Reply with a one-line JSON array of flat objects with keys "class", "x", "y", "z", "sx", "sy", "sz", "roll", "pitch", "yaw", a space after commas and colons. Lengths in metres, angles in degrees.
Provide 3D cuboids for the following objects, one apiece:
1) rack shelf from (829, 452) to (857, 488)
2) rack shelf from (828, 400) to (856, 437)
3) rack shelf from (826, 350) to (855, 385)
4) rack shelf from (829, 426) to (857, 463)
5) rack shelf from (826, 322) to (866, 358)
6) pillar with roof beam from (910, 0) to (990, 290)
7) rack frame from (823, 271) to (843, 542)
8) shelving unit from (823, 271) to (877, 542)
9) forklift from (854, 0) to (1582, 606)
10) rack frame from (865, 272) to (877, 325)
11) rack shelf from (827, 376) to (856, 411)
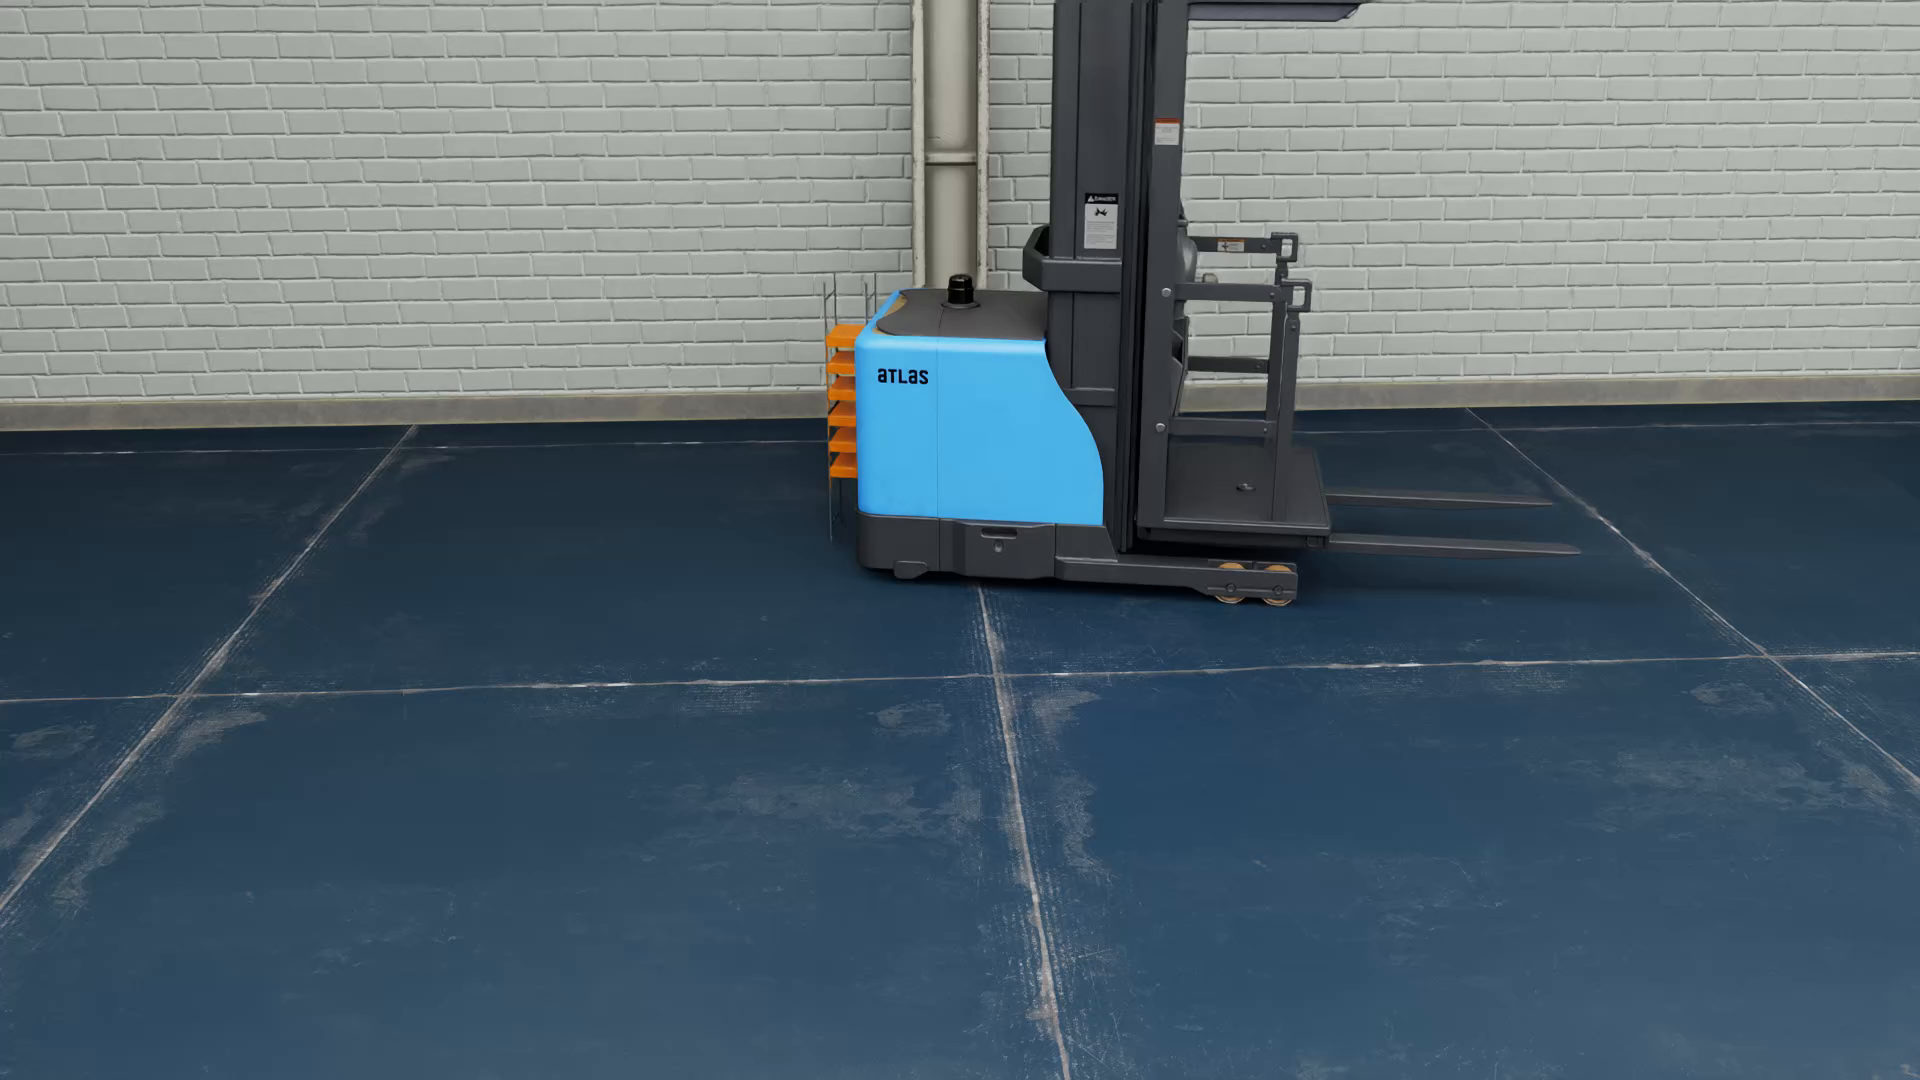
[{"class": "rack shelf", "x": -0.480, "y": -0.322, "z": 7.579, "sx": 0.180, "sy": 0.103, "sz": 0.258, "roll": 3, "pitch": 21, "yaw": 7}, {"class": "rack shelf", "x": -0.480, "y": -0.546, "z": 7.494, "sx": 0.180, "sy": 0.103, "sz": 0.258, "roll": 3, "pitch": 21, "yaw": 7}, {"class": "rack shelf", "x": -0.480, "y": -0.770, "z": 7.408, "sx": 0.180, "sy": 0.103, "sz": 0.258, "roll": 3, "pitch": 21, "yaw": 7}, {"class": "rack shelf", "x": -0.480, "y": -0.434, "z": 7.536, "sx": 0.180, "sy": 0.103, "sz": 0.258, "roll": 3, "pitch": 21, "yaw": 7}, {"class": "rack shelf", "x": -0.480, "y": -0.882, "z": 7.366, "sx": 0.180, "sy": 0.103, "sz": 0.258, "roll": 3, "pitch": 21, "yaw": 7}, {"class": "pillar with roof beam", "x": 0.191, "y": -3.342, "z": 3.751, "sx": 0.400, "sy": 9.000, "sz": 9.100, "roll": -1, "pitch": 21, "yaw": -3}, {"class": "rack frame", "x": -0.571, "y": -0.592, "z": 7.489, "sx": 0.006, "sy": 1.200, "sz": 0.240, "roll": 3, "pitch": 21, "yaw": 7}, {"class": "shelving unit", "x": -0.480, "y": -0.588, "z": 7.478, "sx": 0.189, "sy": 1.200, "sz": 0.258, "roll": 3, "pitch": 21, "yaw": 7}, {"class": "forklift", "x": 1.109, "y": -1.298, "z": 6.911, "sx": 3.031, "sy": 2.935, "sz": 1.130, "roll": 3, "pitch": 21, "yaw": 7}, {"class": "rack frame", "x": -0.389, "y": -0.583, "z": 7.466, "sx": 0.006, "sy": 1.200, "sz": 0.240, "roll": 3, "pitch": 21, "yaw": 7}, {"class": "rack shelf", "x": -0.480, "y": -0.658, "z": 7.451, "sx": 0.180, "sy": 0.103, "sz": 0.258, "roll": 3, "pitch": 21, "yaw": 7}]
